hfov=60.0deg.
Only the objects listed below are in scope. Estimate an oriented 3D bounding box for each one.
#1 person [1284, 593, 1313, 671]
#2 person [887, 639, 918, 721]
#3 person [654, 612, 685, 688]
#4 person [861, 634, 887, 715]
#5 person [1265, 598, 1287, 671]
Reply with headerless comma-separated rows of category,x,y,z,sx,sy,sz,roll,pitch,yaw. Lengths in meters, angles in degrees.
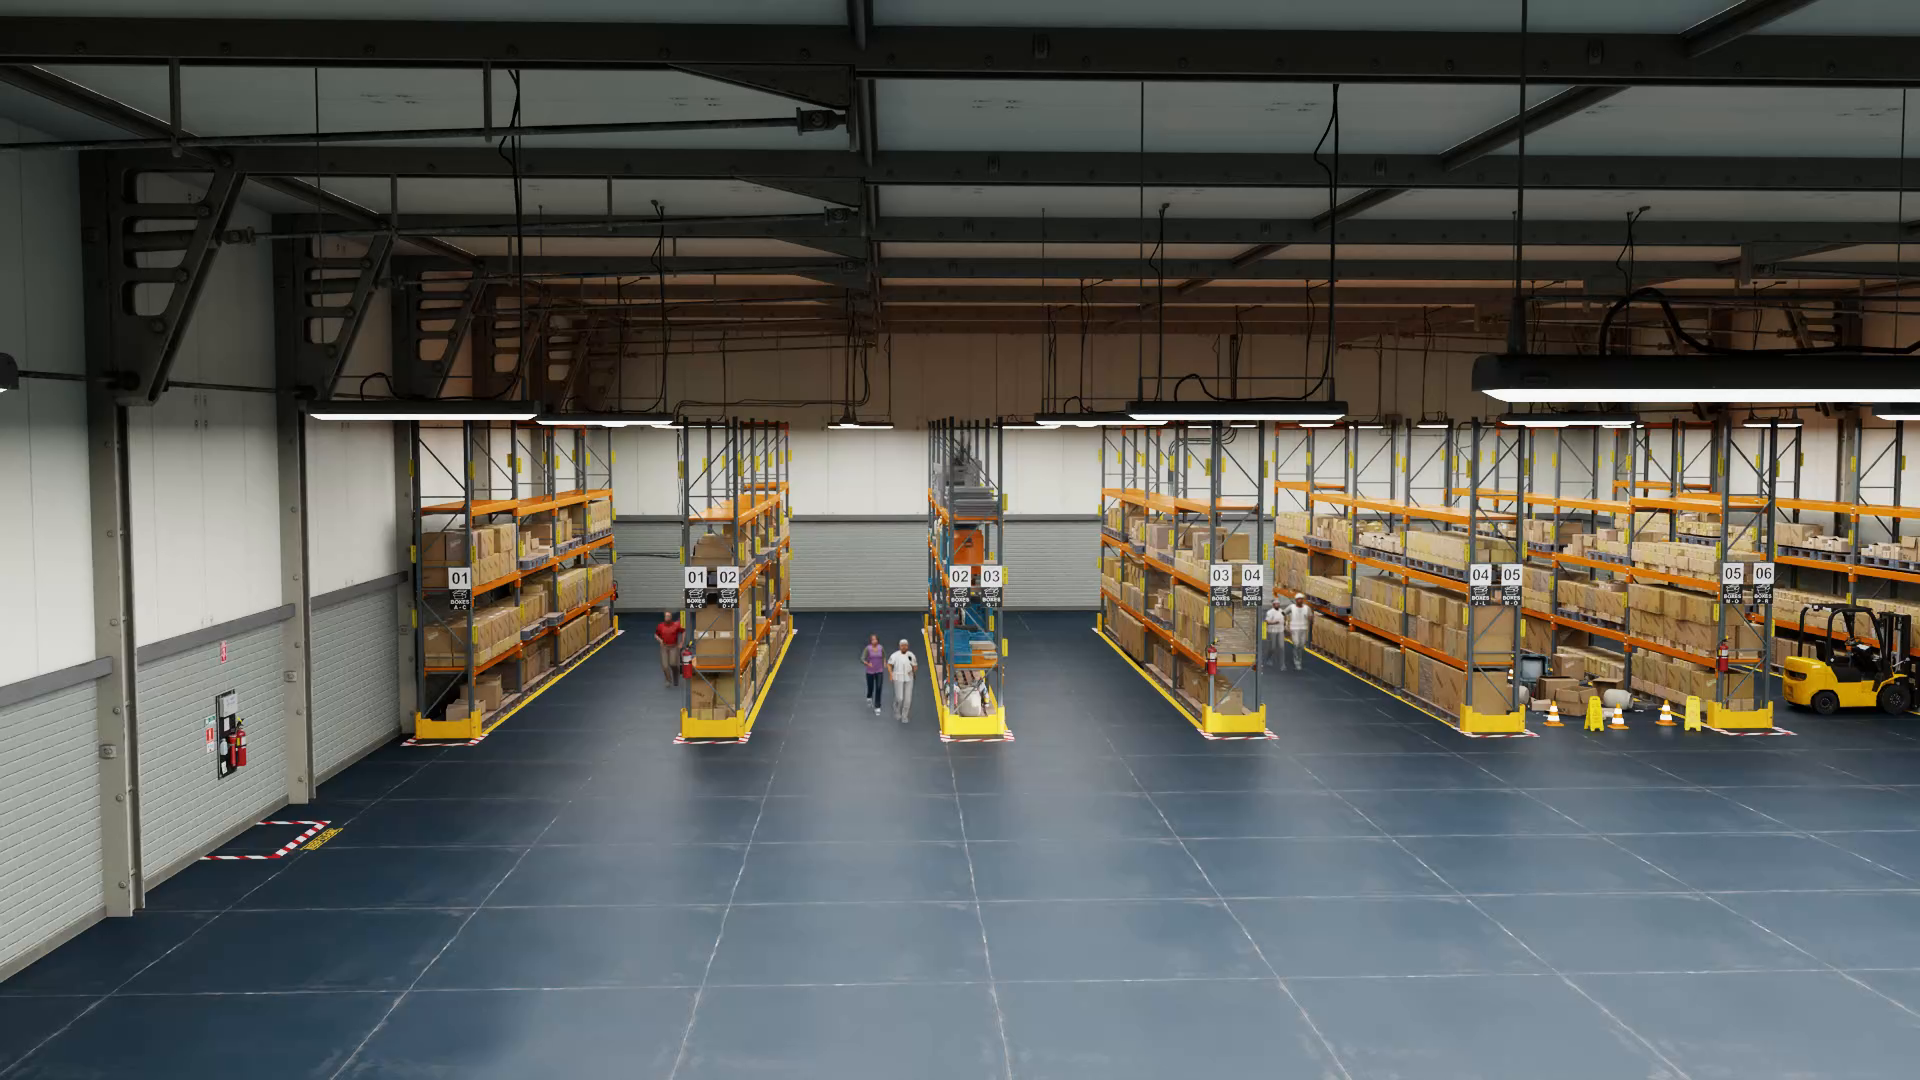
person,8.185,2.195,40.187,0.667,1.828,0.857,0,4,-6
person,-1.113,2.772,32.678,0.592,1.629,0.575,-1,4,-11
person,-6.478,2.458,37.090,0.684,1.720,0.658,0,4,-1
person,-1.747,2.712,33.877,0.559,1.609,0.857,-1,4,-13
person,7.616,2.243,40.095,0.574,1.721,0.883,-1,4,-12
